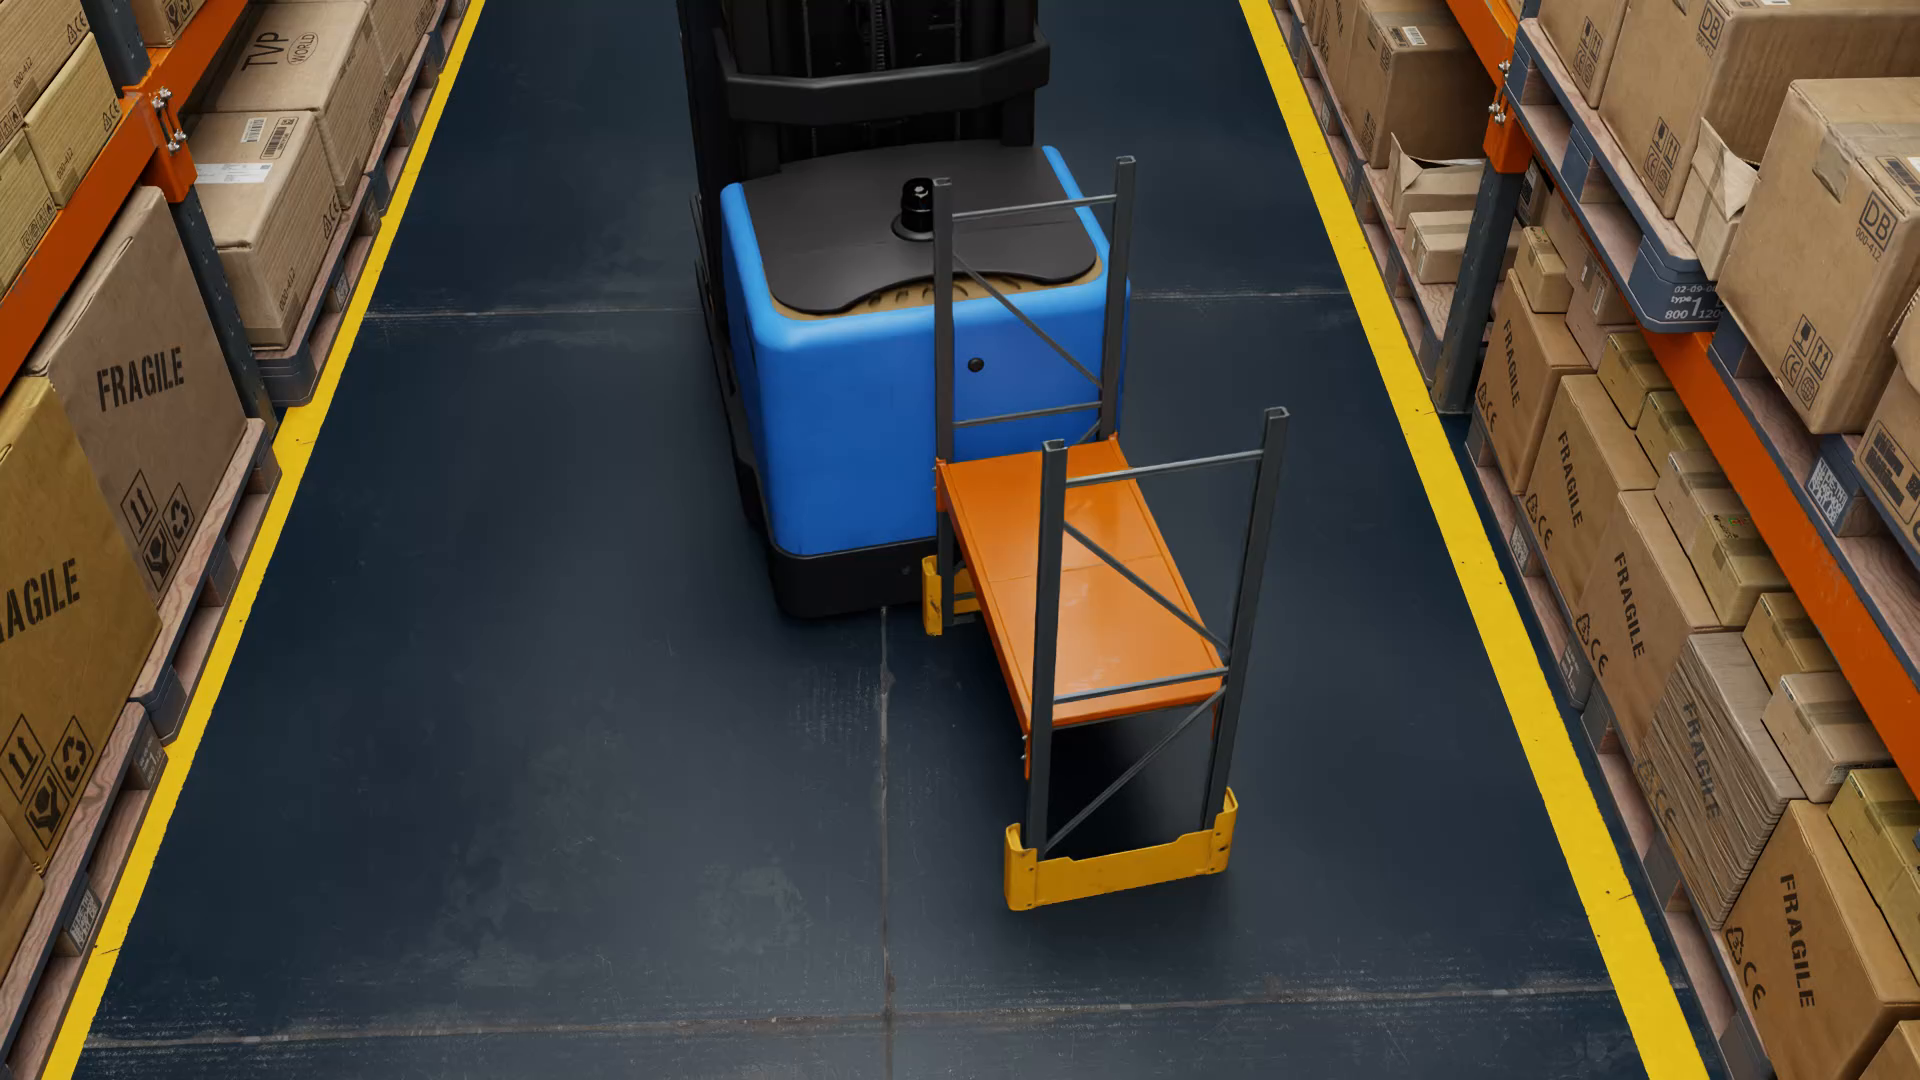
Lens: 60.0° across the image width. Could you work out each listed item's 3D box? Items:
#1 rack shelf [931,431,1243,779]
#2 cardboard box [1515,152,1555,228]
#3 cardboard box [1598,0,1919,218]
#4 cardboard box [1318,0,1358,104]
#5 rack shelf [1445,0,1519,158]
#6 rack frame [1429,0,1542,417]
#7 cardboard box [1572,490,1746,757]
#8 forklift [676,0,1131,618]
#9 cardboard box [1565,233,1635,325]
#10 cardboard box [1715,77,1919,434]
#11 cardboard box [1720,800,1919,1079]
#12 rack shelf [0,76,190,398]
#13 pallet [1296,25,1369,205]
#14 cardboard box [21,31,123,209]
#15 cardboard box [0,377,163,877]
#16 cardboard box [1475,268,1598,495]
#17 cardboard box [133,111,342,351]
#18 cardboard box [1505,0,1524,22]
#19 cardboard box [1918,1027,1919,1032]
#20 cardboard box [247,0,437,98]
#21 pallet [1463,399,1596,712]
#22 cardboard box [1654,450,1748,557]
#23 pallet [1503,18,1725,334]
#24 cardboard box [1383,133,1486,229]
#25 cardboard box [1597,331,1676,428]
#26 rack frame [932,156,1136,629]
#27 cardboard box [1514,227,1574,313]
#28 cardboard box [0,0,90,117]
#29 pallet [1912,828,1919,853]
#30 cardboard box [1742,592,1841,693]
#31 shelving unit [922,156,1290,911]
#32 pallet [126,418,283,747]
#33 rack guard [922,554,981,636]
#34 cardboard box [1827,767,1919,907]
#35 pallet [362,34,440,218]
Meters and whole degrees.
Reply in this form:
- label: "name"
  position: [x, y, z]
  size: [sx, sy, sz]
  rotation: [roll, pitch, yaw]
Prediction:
- label: "rack shelf"
  position: [0.294, 0.132, 4.263]
  size: [0.538, 0.185, 1.000]
  rotation: [-9, 43, -10]
- label: "cardboard box"
  position: [2.347, -1.203, 6.021]
  size: [0.500, 0.311, 0.500]
  rotation: [0, 43, 0]
- label: "cardboard box"
  position: [1.958, -1.095, 3.840]
  size: [0.700, 0.500, 0.500]
  rotation: [-1, 43, -1]
- label: "cardboard box"
  position: [1.821, -2.166, 6.933]
  size: [0.500, 0.500, 0.500]
  rotation: [-1, 43, -1]
- label: "rack shelf"
  position: [2.054, -2.671, 6.477]
  size: [1.077, 0.370, 4.000]
  rotation: [-2, 43, -2]
- label: "rack frame"
  position: [2.139, -1.586, 4.760]
  size: [1.000, 3.000, 0.127]
  rotation: [-2, 43, -2]
- label: "cardboard box"
  position: [1.984, 0.210, 4.340]
  size: [0.500, 0.500, 0.500]
  rotation: [-3, 43, -3]
- label: "forklift"
  position: [-0.359, -1.860, 5.110]
  size: [1.130, 2.935, 3.031]
  rotation: [-9, 43, -10]
- label: "cardboard box"
  position: [1.948, -0.744, 4.681]
  size: [0.380, 0.149, 0.250]
  rotation: [-4, 43, -4]
- label: "cardboard box"
  position: [1.992, -0.565, 3.262]
  size: [0.700, 0.500, 0.500]
  rotation: [-2, 43, -2]
- label: "cardboard box"
  position: [2.041, 0.910, 3.576]
  size: [0.500, 0.500, 0.500]
  rotation: [0, 43, 0]
- label: "rack shelf"
  position: [-2.735, 0.174, 3.372]
  size: [1.077, 0.370, 4.000]
  rotation: [-2, 43, -2]
- label: "pallet"
  position: [2.056, -1.847, 7.109]
  size: [1.003, 0.211, 1.213]
  rotation: [-2, 43, -2]
- label: "cardboard box"
  position: [-2.549, -1.090, 4.331]
  size: [0.500, 0.250, 0.500]
  rotation: [-3, 43, -3]
- label: "cardboard box"
  position: [-2.667, 0.213, 4.059]
  size: [0.875, 0.875, 0.875]
  rotation: [-1, 43, -1]
- label: "cardboard box"
  position: [1.935, -0.486, 5.100]
  size: [0.500, 0.500, 0.500]
  rotation: [0, 43, 0]
- label: "cardboard box"
  position: [-2.739, -1.078, 5.792]
  size: [0.875, 0.438, 0.875]
  rotation: [-2, 43, -2]
- label: "cardboard box"
  position: [1.873, -1.702, 5.072]
  size: [0.380, 0.149, 0.250]
  rotation: [-1, 43, -1]
- label: "cardboard box"
  position: [2.026, 0.953, 3.049]
  size: [0.380, 0.149, 0.250]
  rotation: [-3, 43, -3]
- label: "cardboard box"
  position: [-2.814, -2.292, 7.115]
  size: [0.875, 0.438, 0.875]
  rotation: [-1, 43, -1]
- label: "pallet"
  position: [2.212, -0.010, 5.105]
  size: [1.003, 0.211, 1.213]
  rotation: [-2, 43, -2]
- label: "cardboard box"
  position: [1.999, -0.097, 4.195]
  size: [0.380, 0.149, 0.250]
  rotation: [-2, 43, -2]
- label: "pallet"
  position: [2.064, -0.973, 4.233]
  size: [1.003, 0.211, 1.213]
  rotation: [-2, 43, -2]
- label: "cardboard box"
  position: [1.807, -1.342, 6.206]
  size: [0.396, 0.266, 0.258]
  rotation: [0, 43, 0]
- label: "cardboard box"
  position: [2.000, -0.451, 4.581]
  size: [0.380, 0.149, 0.250]
  rotation: [-4, 43, -4]
- label: "rack frame"
  position: [0.180, -0.336, 4.506]
  size: [0.500, 1.500, 0.032]
  rotation: [-9, 43, -10]
- label: "cardboard box"
  position: [1.889, -0.809, 4.972]
  size: [0.380, 0.149, 0.250]
  rotation: [0, 43, 0]
- label: "cardboard box"
  position: [-2.558, -1.280, 4.167]
  size: [0.500, 0.250, 0.500]
  rotation: [-2, 43, -2]
- label: "pallet"
  position: [2.210, 0.729, 2.376]
  size: [1.213, 0.211, 1.003]
  rotation: [-2, 43, -2]
- label: "cardboard box"
  position: [2.047, 0.252, 3.814]
  size: [0.380, 0.149, 0.250]
  rotation: [-1, 43, -2]
- label: "shelving unit"
  position: [0.292, -0.007, 4.148]
  size: [0.587, 1.500, 1.083]
  rotation: [-9, 43, -10]
- label: "pallet"
  position: [-2.712, 0.106, 4.979]
  size: [1.003, 0.211, 1.213]
  rotation: [-2, 43, -2]
- label: "rack guard"
  position: [0.180, 0.126, 4.928]
  size: [0.587, 0.250, 0.087]
  rotation: [-9, 43, -10]
- label: "cardboard box"
  position: [2.049, 0.605, 3.429]
  size: [0.380, 0.149, 0.250]
  rotation: [-2, 43, -2]
- label: "pallet"
  position: [-2.829, -1.754, 7.008]
  size: [1.003, 0.211, 1.213]
  rotation: [-2, 43, -2]
